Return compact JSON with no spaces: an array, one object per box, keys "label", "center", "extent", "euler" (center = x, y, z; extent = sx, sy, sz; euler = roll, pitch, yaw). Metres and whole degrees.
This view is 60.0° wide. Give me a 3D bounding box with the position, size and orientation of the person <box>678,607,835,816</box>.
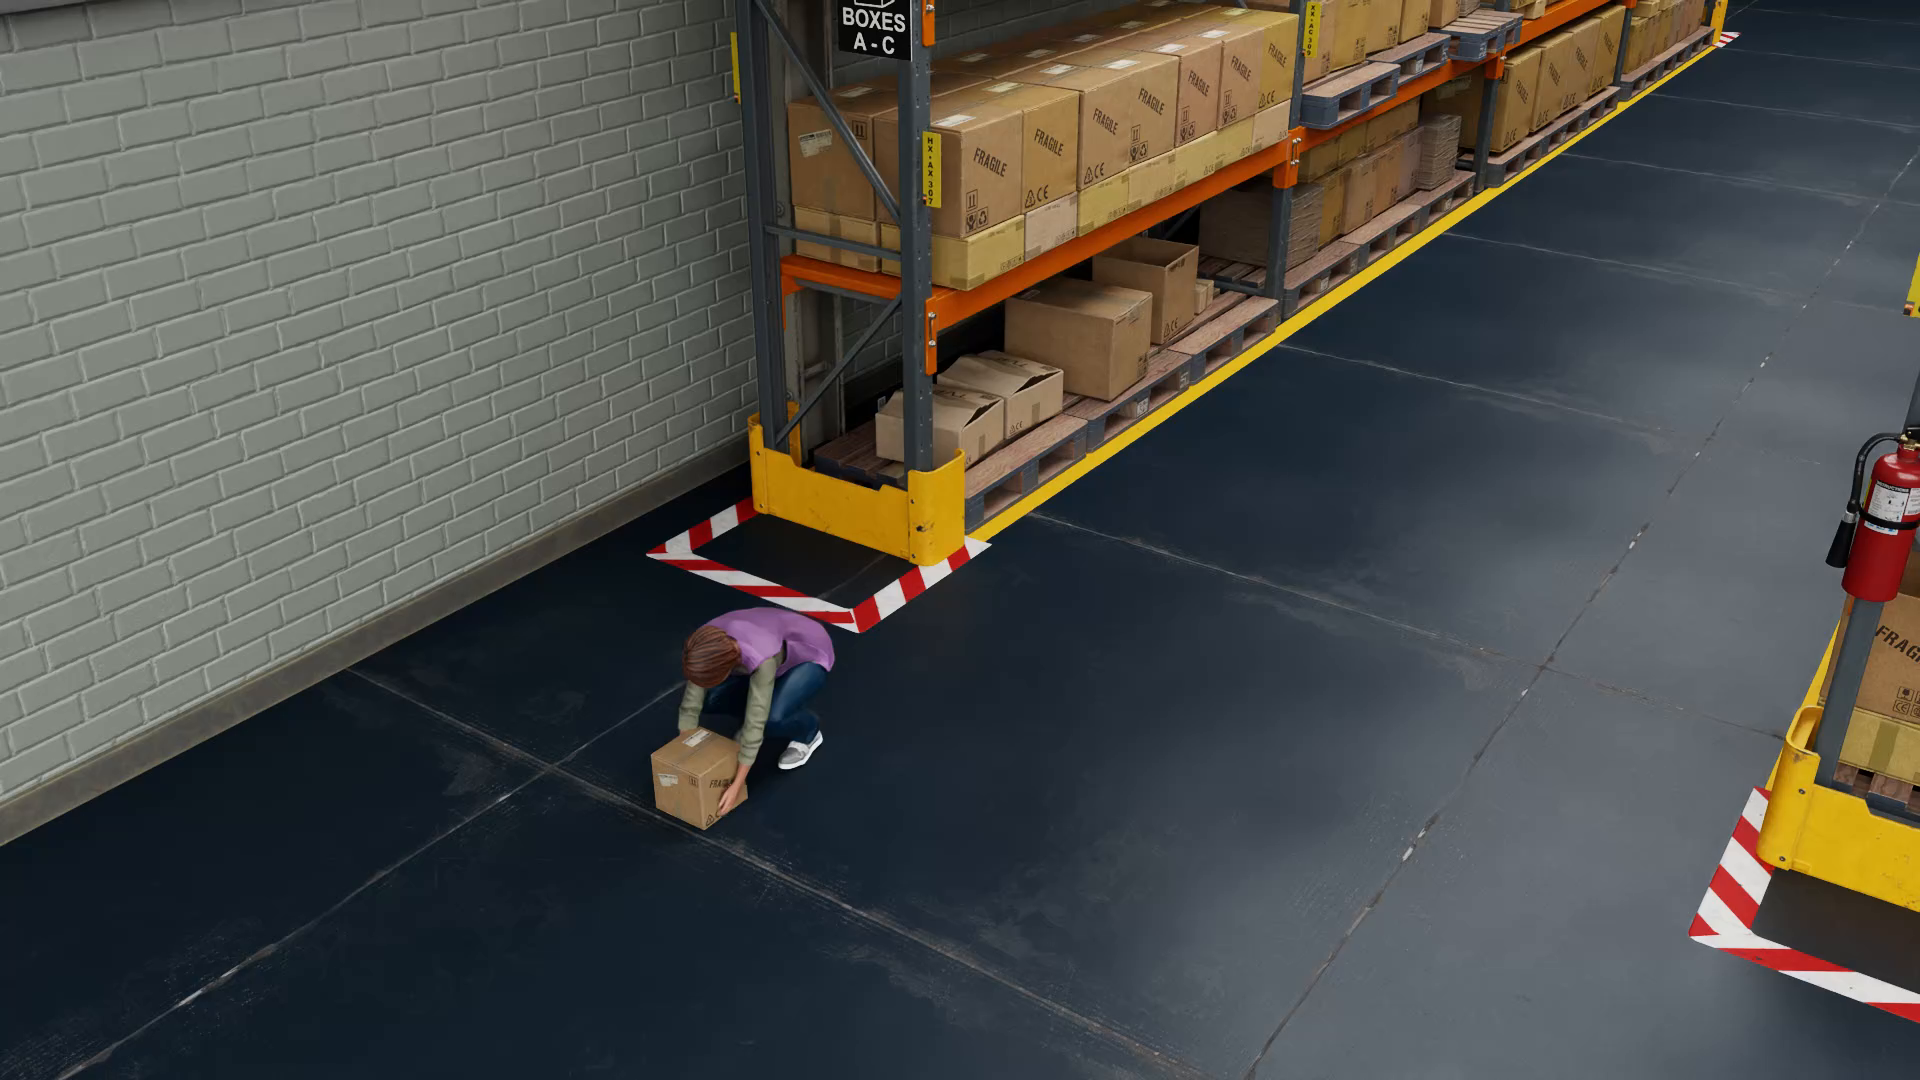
[{"label":"person","center":[-0.803,0.552,6.476],"extent":[0.432,0.768,0.805],"euler":[18,32,30]}]
